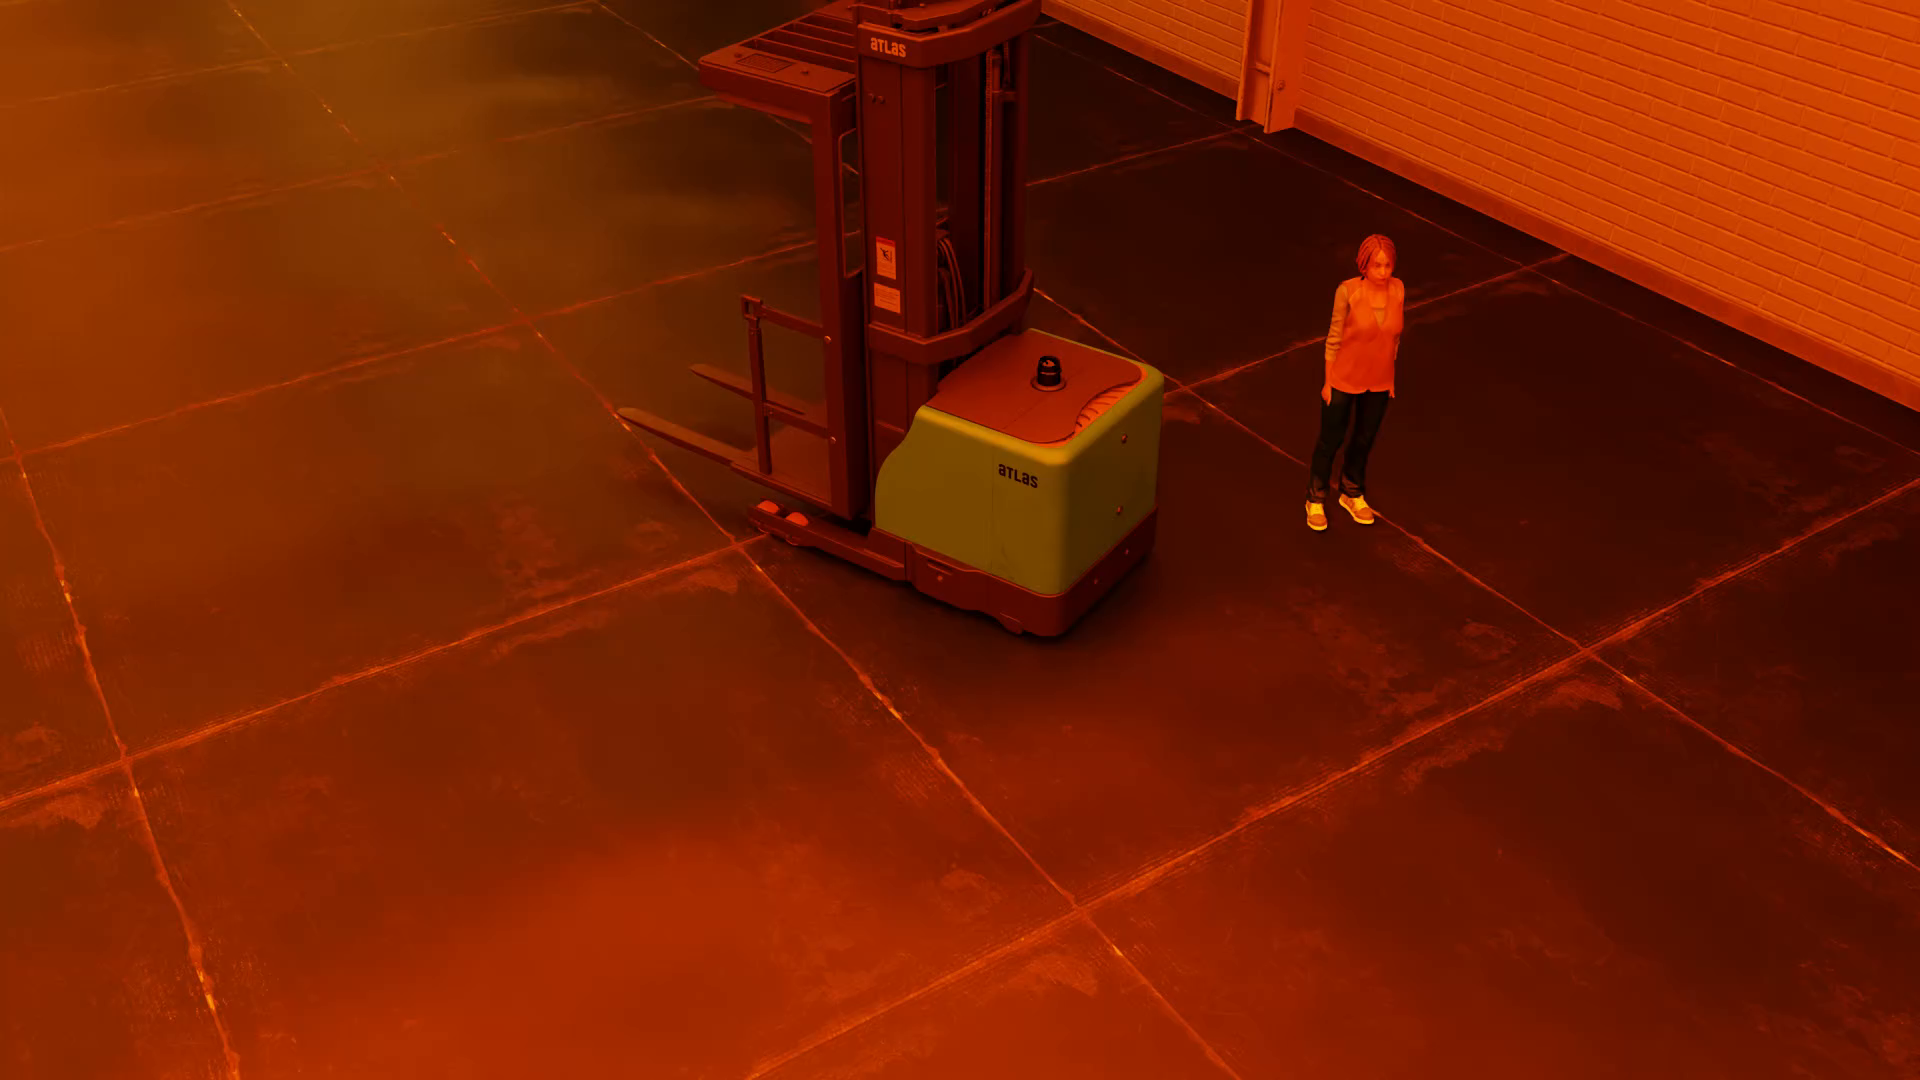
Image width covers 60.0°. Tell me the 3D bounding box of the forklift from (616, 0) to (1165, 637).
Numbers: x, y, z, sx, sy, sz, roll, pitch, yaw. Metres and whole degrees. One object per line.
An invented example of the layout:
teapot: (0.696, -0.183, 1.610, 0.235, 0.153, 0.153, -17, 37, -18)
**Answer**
forklift: (-0.500, -1.399, 8.138, 3.031, 2.935, 1.130, 22, 41, 28)

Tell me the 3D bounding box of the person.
person: (2.024, -0.796, 8.439, 0.406, 1.603, 0.316, -7, 36, -10)
